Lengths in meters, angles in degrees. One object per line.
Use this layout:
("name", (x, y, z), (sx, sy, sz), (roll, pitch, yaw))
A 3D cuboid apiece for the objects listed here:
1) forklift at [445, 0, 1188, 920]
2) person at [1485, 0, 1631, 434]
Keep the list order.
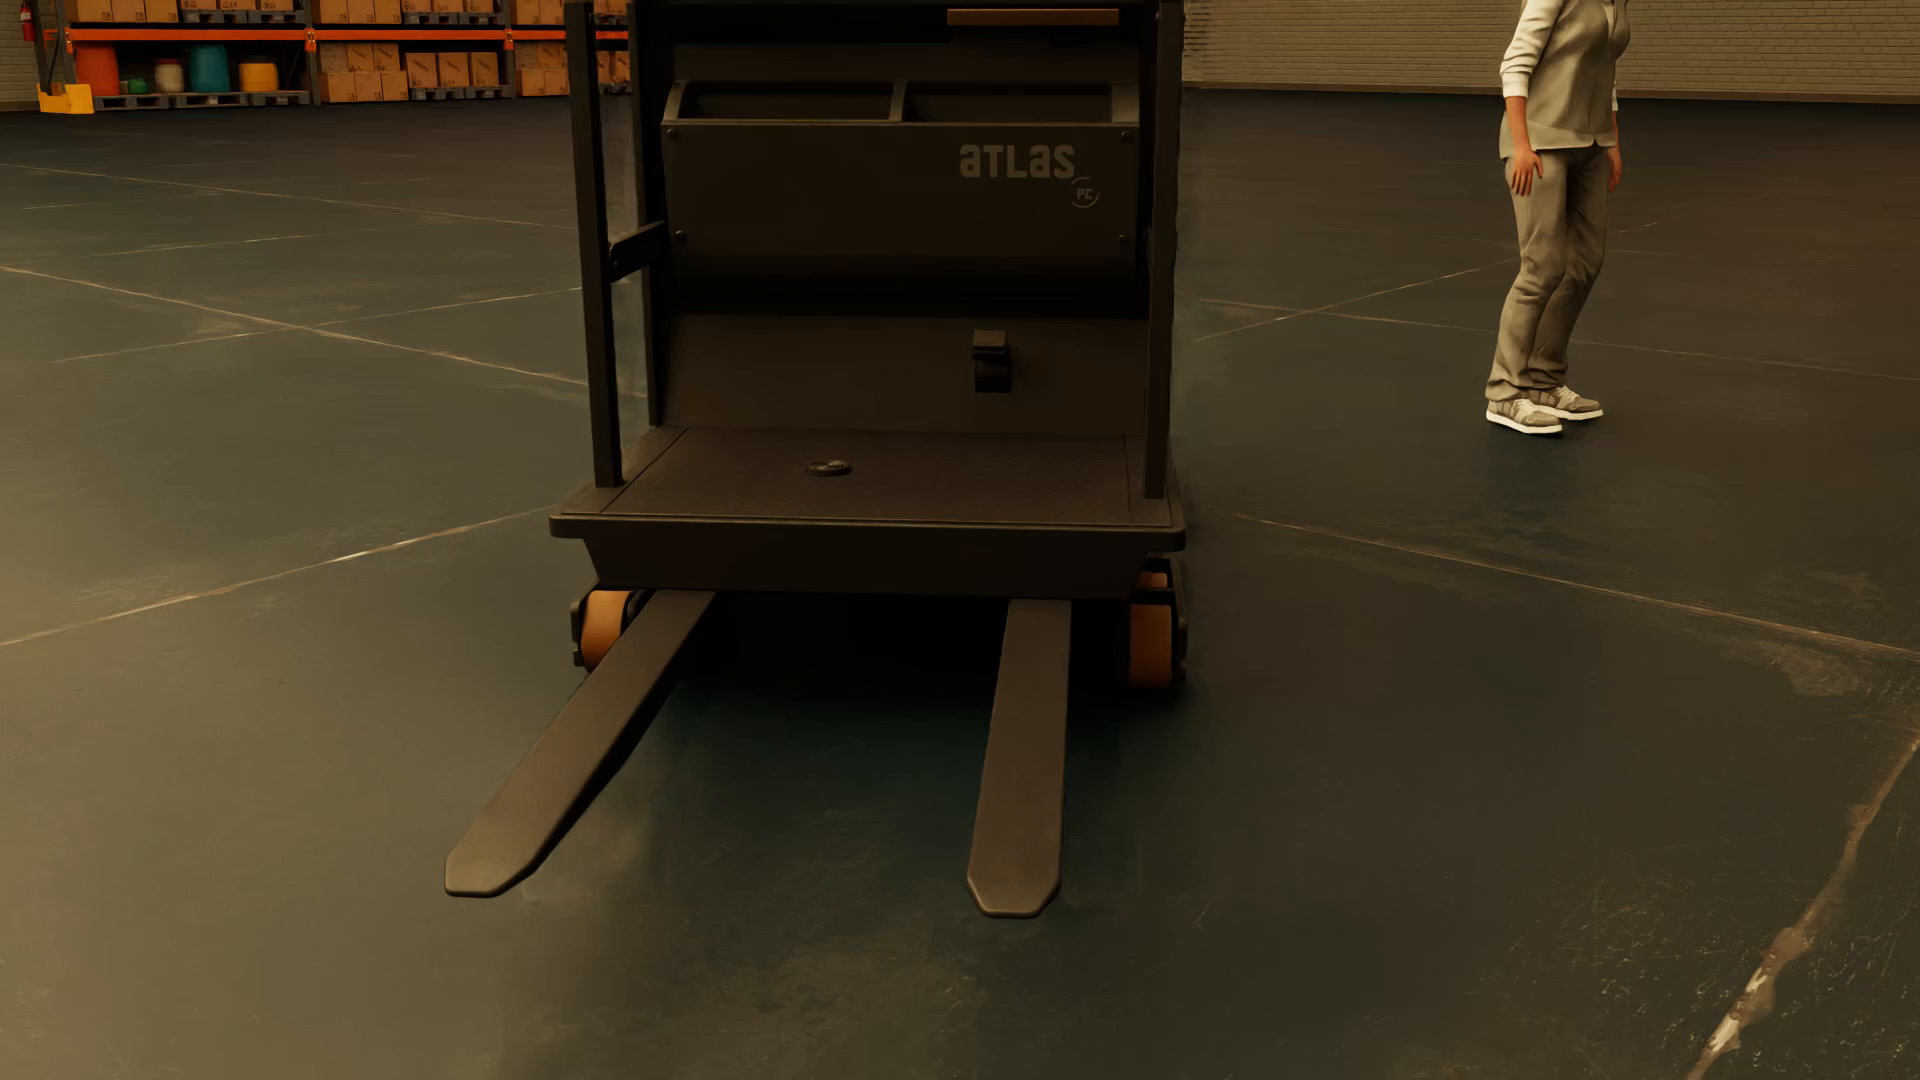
("forklift", (-0.128, -1.225, 2.930), (1.130, 2.935, 3.031), (1, 17, 4))
("person", (1.800, -1.132, 4.936), (0.505, 1.590, 0.363), (-12, 21, -35))
